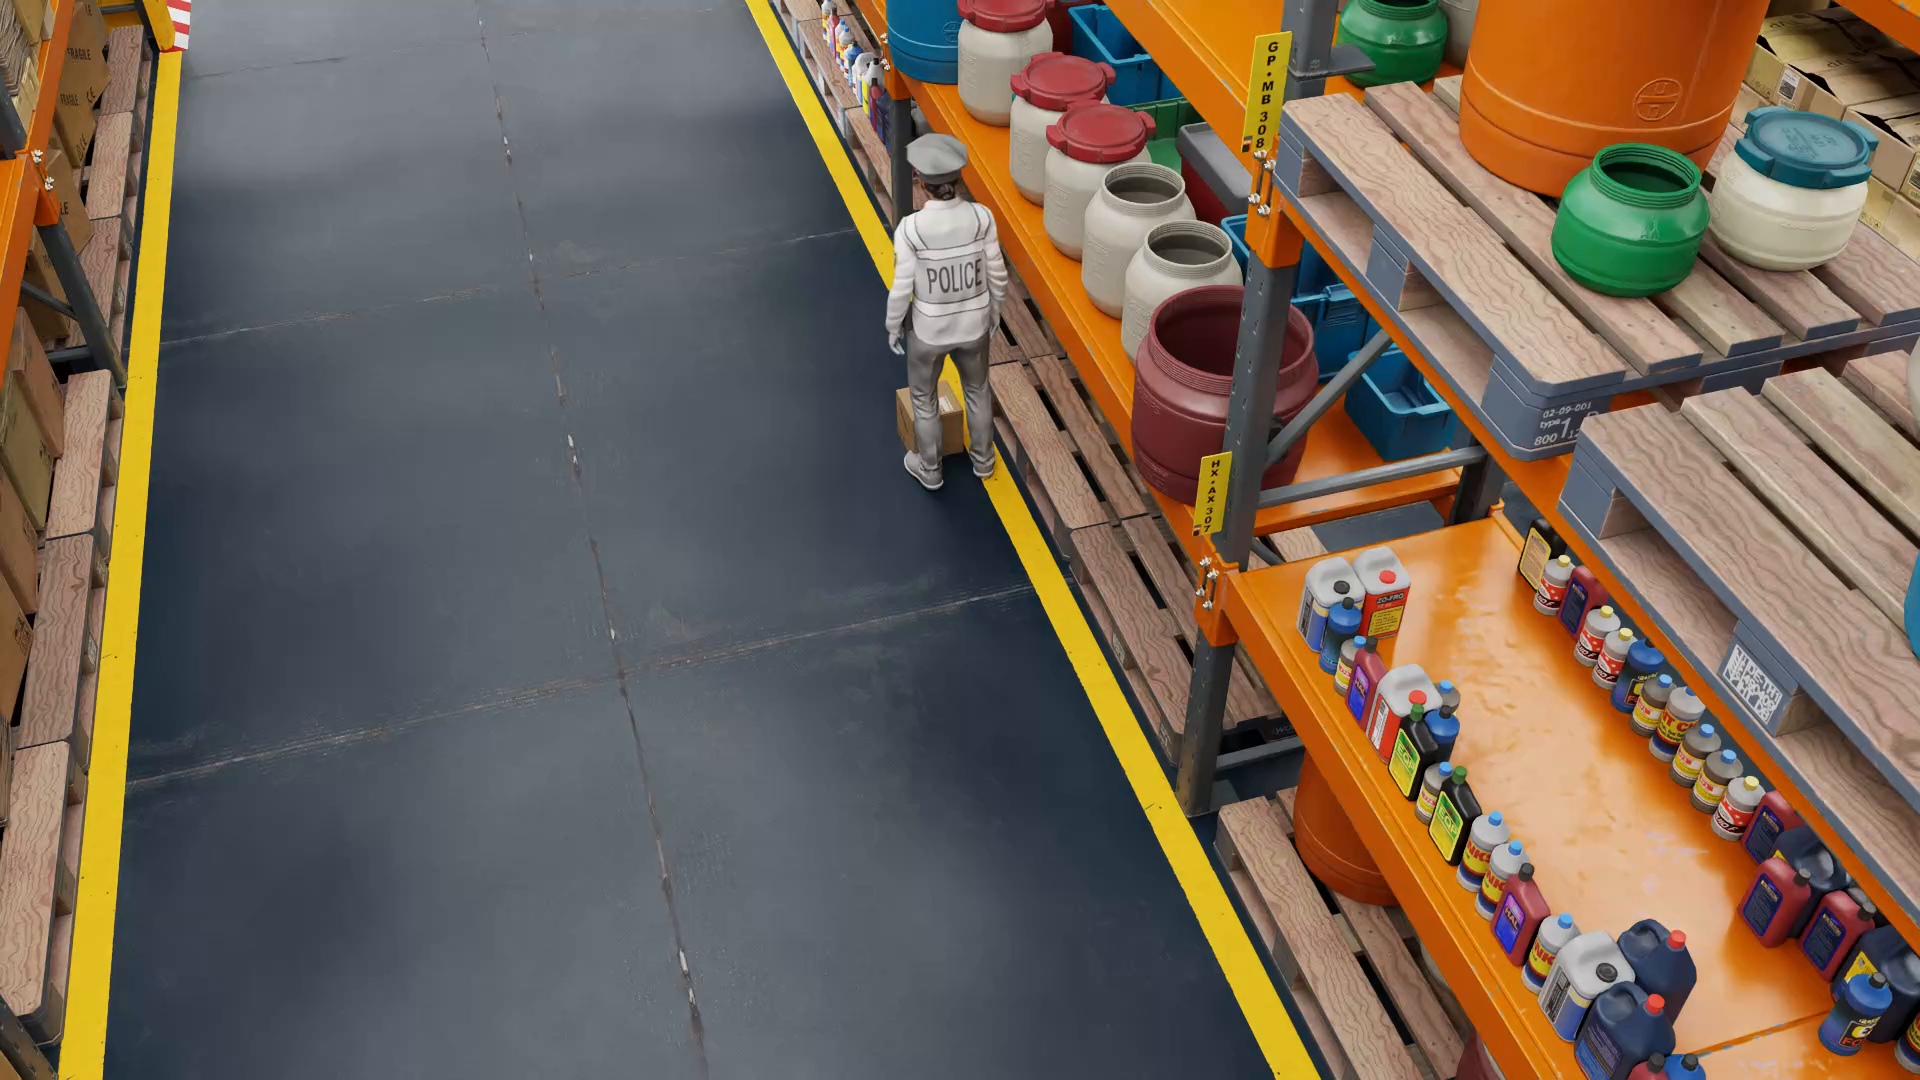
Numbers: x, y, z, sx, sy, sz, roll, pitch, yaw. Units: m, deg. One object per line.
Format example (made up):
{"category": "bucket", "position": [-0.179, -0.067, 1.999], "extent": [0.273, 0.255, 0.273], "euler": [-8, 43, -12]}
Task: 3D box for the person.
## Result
{"category": "person", "position": [-0.058, -0.929, 7.172], "extent": [0.529, 1.663, 0.371], "euler": [-12, 44, -12]}
